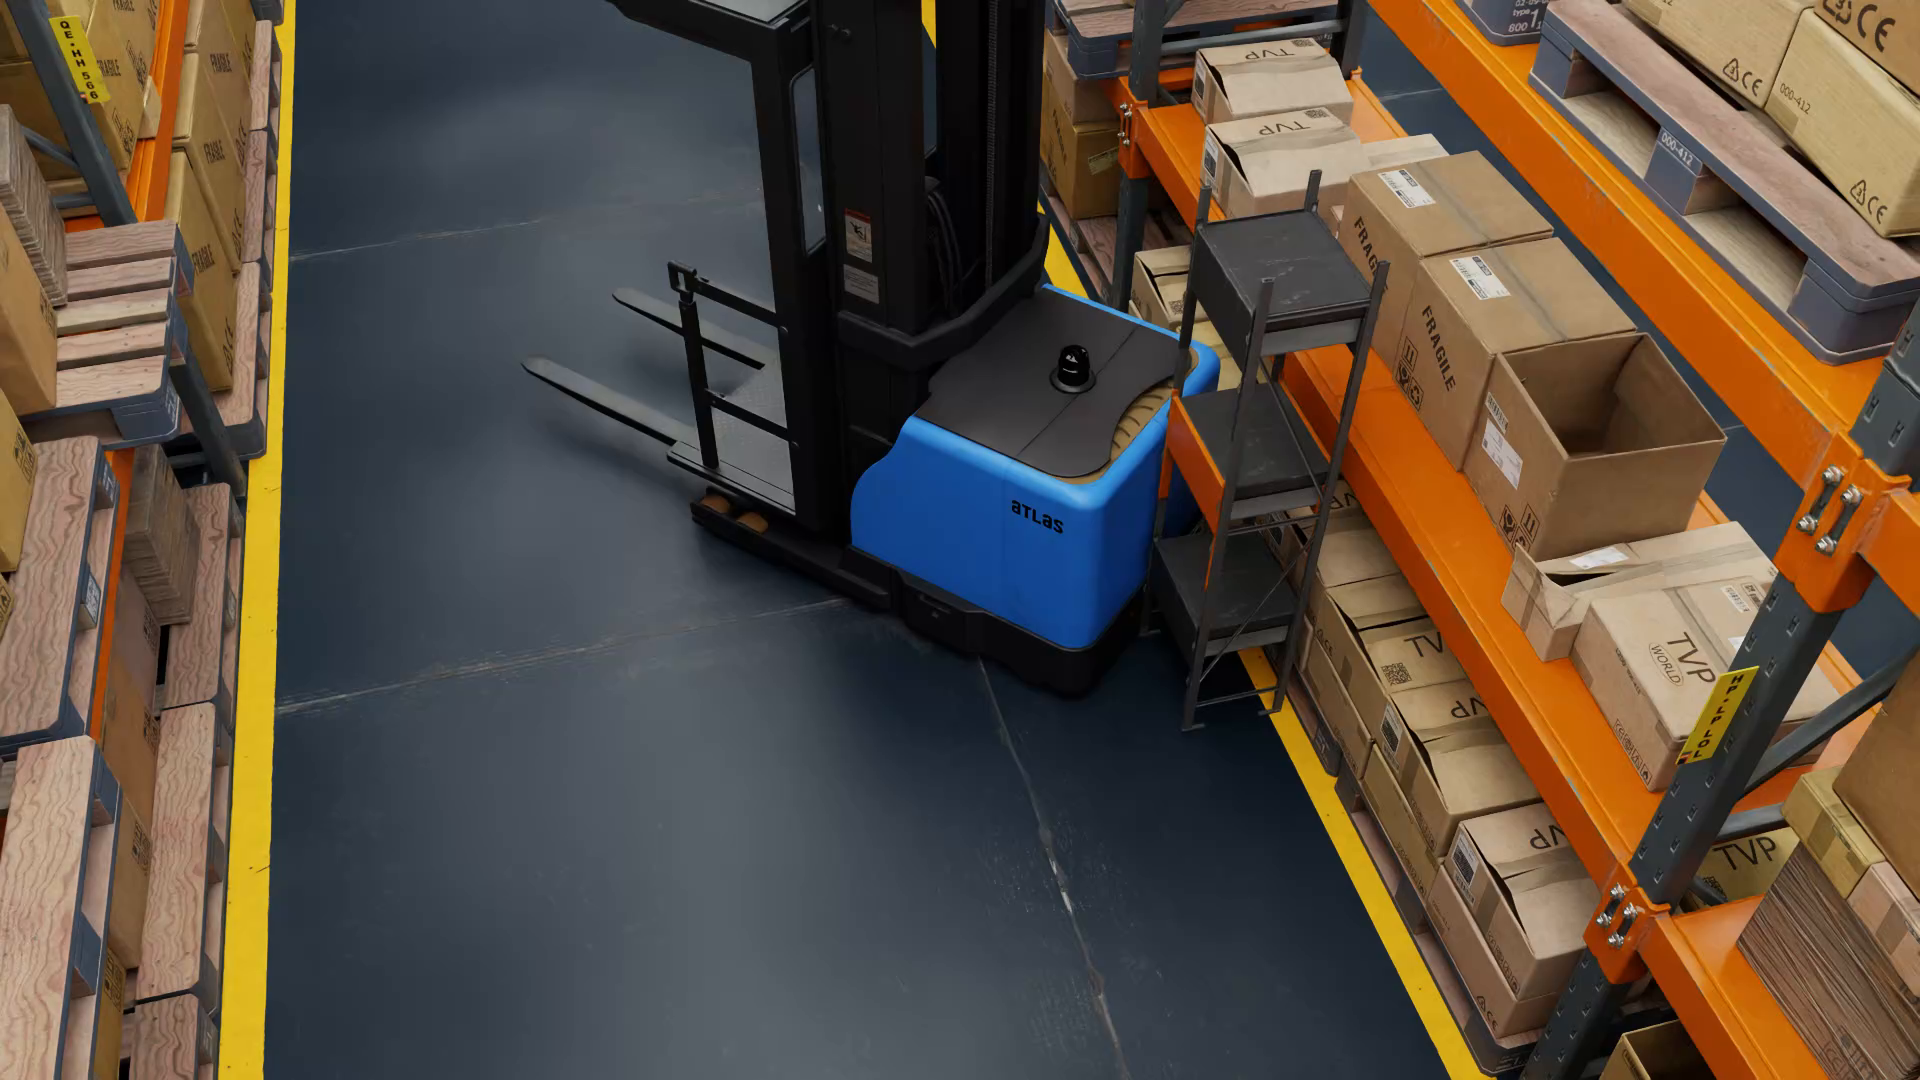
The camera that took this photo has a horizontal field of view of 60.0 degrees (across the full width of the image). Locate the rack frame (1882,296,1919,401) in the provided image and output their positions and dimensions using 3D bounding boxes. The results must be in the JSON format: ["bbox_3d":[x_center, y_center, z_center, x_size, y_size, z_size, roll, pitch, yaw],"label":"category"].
[{"bbox_3d":[2.232,-1.429,2.100,1.000,3.000,0.127,-11,47,-10],"label":"rack frame"}]

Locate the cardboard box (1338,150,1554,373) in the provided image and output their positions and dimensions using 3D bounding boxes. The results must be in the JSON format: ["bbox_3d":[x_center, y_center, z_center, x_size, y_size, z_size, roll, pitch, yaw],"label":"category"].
[{"bbox_3d":[1.653,-0.970,5.781,0.500,0.500,0.500,-13,47,-12],"label":"cardboard box"}]

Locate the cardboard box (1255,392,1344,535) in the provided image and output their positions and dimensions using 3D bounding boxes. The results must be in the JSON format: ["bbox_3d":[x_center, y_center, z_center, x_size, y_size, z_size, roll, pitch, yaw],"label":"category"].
[{"bbox_3d":[1.329,-0.343,6.475,0.500,0.311,0.500,-12,47,-11],"label":"cardboard box"}]

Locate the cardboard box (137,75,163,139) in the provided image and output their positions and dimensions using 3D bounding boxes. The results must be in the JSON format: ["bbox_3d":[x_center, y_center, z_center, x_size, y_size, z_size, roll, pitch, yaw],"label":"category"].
[{"bbox_3d":[-3.483,-1.746,6.773,0.380,0.149,0.250,-9,46,-9],"label":"cardboard box"}]

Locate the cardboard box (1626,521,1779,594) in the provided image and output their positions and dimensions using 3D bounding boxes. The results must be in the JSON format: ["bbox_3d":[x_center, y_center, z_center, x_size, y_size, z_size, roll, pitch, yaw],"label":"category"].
[{"bbox_3d":[2.202,0.110,4.969,0.380,0.149,0.250,-11,47,-10],"label":"cardboard box"}]

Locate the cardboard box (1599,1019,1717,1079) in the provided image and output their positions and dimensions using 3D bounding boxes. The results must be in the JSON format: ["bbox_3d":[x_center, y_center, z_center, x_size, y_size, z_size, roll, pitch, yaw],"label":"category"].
[{"bbox_3d":[2.048,1.601,4.437,0.500,0.500,0.500,-11,47,-10],"label":"cardboard box"}]

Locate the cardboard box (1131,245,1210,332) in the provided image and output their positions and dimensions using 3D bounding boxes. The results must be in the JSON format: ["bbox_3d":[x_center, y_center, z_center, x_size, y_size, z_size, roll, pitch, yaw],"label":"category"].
[{"bbox_3d":[1.058,-1.056,7.174,0.500,0.311,0.500,-9,46,-9],"label":"cardboard box"}]

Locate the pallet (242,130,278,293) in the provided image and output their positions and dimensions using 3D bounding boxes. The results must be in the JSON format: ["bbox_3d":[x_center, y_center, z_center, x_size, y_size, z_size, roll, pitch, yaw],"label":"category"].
[{"bbox_3d":[-4.018,-1.605,8.426,1.003,0.211,1.213,-11,47,-10],"label":"pallet"}]

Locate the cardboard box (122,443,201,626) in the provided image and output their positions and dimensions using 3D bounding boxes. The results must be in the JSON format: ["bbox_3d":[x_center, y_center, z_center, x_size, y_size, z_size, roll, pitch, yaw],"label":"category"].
[{"bbox_3d":[-3.345,0.026,6.317,0.700,0.500,0.500,-10,46,-10],"label":"cardboard box"}]

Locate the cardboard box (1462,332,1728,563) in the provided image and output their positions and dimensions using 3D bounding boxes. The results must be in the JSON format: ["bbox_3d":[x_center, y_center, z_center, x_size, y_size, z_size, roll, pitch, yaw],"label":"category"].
[{"bbox_3d":[1.916,-0.261,5.086,0.500,0.500,0.500,-8,46,-7],"label":"cardboard box"}]

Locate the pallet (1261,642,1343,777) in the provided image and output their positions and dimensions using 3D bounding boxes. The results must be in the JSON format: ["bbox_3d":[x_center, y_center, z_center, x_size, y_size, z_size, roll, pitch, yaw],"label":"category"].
[{"bbox_3d":[1.689,0.301,6.557,1.003,0.211,1.213,-11,47,-10],"label":"pallet"}]

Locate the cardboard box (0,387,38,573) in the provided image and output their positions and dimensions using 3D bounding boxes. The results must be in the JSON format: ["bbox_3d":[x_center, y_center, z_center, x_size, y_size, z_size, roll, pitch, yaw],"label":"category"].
[{"bbox_3d":[-3.110,-0.193,4.711,0.700,0.500,0.500,-11,47,-10],"label":"cardboard box"}]

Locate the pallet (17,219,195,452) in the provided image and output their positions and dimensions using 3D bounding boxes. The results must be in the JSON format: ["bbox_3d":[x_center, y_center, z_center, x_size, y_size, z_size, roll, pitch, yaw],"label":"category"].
[{"bbox_3d":[-3.295,-0.643,5.665,1.213,0.211,1.003,-11,47,-10],"label":"pallet"}]

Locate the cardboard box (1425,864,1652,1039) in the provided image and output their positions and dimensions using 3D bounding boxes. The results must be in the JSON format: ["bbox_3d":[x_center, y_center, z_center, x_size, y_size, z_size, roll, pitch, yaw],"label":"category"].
[{"bbox_3d":[1.845,1.253,5.304,0.500,0.250,0.500,-11,47,-11],"label":"cardboard box"}]

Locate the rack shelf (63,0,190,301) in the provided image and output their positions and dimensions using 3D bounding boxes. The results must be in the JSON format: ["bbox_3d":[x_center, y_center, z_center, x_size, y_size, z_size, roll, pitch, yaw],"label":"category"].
[{"bbox_3d":[-4.092,-2.311,7.669,1.077,0.370,4.000,-11,47,-10],"label":"rack shelf"}]

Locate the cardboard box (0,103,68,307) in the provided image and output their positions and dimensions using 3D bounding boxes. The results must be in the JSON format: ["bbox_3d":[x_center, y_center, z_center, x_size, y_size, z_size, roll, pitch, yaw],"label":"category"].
[{"bbox_3d":[-3.450,-1.049,5.550,0.700,0.500,0.500,-16,48,-15],"label":"cardboard box"}]

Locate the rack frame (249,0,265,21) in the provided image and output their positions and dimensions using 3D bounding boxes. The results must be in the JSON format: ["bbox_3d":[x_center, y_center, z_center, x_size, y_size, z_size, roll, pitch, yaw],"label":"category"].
[{"bbox_3d":[-4.604,-3.944,8.766,1.000,3.000,0.127,-11,47,-10],"label":"rack frame"}]

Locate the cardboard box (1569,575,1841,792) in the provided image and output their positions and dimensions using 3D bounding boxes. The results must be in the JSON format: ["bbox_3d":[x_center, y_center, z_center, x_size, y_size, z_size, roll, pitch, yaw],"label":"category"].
[{"bbox_3d":[2.063,0.391,4.622,0.500,0.250,0.500,-8,46,-8],"label":"cardboard box"}]

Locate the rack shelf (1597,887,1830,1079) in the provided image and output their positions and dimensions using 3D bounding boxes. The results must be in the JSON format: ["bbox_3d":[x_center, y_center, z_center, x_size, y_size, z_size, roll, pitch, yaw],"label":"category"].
[{"bbox_3d":[2.744,2.304,3.147,1.077,0.370,4.000,-11,47,-10],"label":"rack shelf"}]

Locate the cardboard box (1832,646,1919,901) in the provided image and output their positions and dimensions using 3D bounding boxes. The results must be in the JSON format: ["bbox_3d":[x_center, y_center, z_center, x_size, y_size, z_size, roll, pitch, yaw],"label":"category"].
[{"bbox_3d":[2.351,0.487,3.445,0.700,0.500,0.500,-10,47,-10],"label":"cardboard box"}]

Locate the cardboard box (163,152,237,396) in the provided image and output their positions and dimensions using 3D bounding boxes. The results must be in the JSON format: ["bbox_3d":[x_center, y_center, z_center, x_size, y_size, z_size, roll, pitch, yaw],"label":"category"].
[{"bbox_3d":[-3.641,-1.109,7.198,0.750,0.750,0.750,-11,47,-11],"label":"cardboard box"}]

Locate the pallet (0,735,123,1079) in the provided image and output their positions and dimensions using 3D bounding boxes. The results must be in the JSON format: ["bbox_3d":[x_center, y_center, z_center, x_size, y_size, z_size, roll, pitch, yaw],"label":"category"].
[{"bbox_3d":[-2.611,1.092,3.965,1.003,0.211,1.213,-11,47,-10],"label":"pallet"}]

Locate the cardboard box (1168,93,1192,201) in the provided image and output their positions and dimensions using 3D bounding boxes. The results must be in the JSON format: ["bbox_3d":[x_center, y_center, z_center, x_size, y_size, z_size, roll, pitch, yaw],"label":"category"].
[{"bbox_3d":[1.228,-2.097,8.397,0.500,0.500,0.500,-12,47,-12],"label":"cardboard box"}]

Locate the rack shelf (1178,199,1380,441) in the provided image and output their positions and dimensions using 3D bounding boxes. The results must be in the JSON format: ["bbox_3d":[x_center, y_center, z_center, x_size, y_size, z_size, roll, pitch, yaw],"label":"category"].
[{"bbox_3d":[0.993,-0.695,5.244,0.431,0.518,0.480,-10,47,-11],"label":"rack shelf"}]

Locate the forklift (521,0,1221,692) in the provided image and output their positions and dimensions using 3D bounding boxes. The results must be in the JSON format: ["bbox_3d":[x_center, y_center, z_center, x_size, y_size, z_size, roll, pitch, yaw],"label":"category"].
[{"bbox_3d":[-0.525,-1.271,6.194,3.031,2.935,1.130,25,51,23],"label":"forklift"}]

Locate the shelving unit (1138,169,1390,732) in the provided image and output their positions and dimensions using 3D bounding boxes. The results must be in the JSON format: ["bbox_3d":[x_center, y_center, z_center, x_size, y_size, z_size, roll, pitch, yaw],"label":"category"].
[{"bbox_3d":[0.983,-0.216,5.735,0.431,2.100,0.503,-10,47,-11],"label":"shelving unit"}]

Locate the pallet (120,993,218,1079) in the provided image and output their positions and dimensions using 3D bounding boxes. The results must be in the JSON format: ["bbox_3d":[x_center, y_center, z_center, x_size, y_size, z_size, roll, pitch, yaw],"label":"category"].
[{"bbox_3d":[-2.757,2.018,4.875,1.003,0.211,1.213,-11,47,-10],"label":"pallet"}]

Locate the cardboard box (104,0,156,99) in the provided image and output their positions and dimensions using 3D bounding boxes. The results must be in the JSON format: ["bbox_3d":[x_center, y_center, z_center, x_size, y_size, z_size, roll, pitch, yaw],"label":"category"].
[{"bbox_3d":[-3.582,-2.074,6.641,0.500,0.500,0.500,-9,46,-9],"label":"cardboard box"}]

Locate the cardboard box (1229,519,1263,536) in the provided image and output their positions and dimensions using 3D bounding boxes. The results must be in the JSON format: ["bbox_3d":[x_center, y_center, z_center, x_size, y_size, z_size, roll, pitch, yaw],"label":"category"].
[{"bbox_3d":[1.326,-0.155,6.684,0.500,0.250,0.500,-12,47,-11],"label":"cardboard box"}]

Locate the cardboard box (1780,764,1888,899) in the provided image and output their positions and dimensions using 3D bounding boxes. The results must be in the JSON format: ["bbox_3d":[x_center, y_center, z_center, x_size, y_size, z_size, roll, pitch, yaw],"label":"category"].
[{"bbox_3d":[2.113,0.630,3.759,0.380,0.149,0.250,-11,47,-10],"label":"cardboard box"}]

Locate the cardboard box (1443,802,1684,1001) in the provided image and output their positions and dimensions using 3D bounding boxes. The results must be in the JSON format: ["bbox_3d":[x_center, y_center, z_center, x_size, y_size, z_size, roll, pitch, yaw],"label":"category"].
[{"bbox_3d":[1.851,1.063,5.097,0.500,0.311,0.500,-11,47,-10],"label":"cardboard box"}]

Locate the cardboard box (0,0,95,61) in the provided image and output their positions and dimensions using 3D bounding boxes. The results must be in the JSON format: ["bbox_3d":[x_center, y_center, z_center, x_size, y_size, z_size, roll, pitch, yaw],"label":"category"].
[{"bbox_3d":[-3.454,-1.971,6.015,0.500,0.250,0.500,-10,46,-9],"label":"cardboard box"}]

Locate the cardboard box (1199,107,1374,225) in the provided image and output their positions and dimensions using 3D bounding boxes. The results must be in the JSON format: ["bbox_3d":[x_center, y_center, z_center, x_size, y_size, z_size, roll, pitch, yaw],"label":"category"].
[{"bbox_3d":[1.249,-1.407,6.341,0.500,0.311,0.500,-11,47,-11],"label":"cardboard box"}]

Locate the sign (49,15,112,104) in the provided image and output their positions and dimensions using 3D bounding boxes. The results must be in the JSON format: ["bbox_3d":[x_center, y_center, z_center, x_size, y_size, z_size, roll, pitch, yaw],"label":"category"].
[{"bbox_3d":[-3.058,-1.666,5.778,0.100,0.325,0.005,-11,47,-10],"label":"sign"}]

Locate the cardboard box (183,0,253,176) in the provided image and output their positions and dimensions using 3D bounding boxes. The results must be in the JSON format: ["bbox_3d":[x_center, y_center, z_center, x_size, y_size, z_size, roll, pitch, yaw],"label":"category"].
[{"bbox_3d":[-4.082,-2.300,8.366,0.750,0.750,0.750,-9,46,-9],"label":"cardboard box"}]

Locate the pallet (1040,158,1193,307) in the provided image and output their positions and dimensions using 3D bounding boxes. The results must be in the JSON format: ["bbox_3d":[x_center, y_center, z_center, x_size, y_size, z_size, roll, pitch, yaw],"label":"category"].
[{"bbox_3d":[1.053,-1.637,8.457,1.003,0.211,1.213,-11,47,-10],"label":"pallet"}]

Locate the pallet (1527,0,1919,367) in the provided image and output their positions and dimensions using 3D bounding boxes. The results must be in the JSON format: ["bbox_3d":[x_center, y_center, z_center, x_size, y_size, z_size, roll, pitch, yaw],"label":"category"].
[{"bbox_3d":[1.993,-0.919,3.834,0.805,0.209,1.217,-12,47,-12],"label":"pallet"}]

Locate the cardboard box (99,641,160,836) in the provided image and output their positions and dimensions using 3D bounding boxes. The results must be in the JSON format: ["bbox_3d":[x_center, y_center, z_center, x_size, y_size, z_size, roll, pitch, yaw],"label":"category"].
[{"bbox_3d":[-3.171,0.741,5.617,0.700,0.500,0.500,-11,47,-11],"label":"cardboard box"}]

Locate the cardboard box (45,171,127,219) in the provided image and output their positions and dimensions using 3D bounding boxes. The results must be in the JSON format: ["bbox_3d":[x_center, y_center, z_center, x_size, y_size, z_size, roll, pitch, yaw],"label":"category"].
[{"bbox_3d":[-3.440,-1.371,6.406,0.380,0.149,0.250,-11,47,-11],"label":"cardboard box"}]

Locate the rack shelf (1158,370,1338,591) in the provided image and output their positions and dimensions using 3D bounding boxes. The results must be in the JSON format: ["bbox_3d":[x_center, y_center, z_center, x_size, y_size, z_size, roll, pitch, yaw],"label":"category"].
[{"bbox_3d":[0.983,-0.206,5.745,0.431,0.518,0.480,-10,47,-11],"label":"rack shelf"}]

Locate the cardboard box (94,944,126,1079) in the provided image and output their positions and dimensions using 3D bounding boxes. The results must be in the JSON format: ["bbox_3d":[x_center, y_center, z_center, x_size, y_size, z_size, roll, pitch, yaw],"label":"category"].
[{"bbox_3d":[-2.941,1.447,4.924,0.700,0.500,0.500,-12,47,-11],"label":"cardboard box"}]

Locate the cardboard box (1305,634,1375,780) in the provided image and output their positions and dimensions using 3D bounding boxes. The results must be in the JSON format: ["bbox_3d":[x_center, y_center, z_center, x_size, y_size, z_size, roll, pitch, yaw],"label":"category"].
[{"bbox_3d":[1.586,0.550,5.992,0.500,0.250,0.500,-10,46,-9],"label":"cardboard box"}]

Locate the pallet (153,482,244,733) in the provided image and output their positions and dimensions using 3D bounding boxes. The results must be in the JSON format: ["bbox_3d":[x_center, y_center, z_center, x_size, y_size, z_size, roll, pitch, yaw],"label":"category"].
[{"bbox_3d":[-3.381,0.333,6.526,1.003,0.211,1.213,-11,47,-10],"label":"pallet"}]

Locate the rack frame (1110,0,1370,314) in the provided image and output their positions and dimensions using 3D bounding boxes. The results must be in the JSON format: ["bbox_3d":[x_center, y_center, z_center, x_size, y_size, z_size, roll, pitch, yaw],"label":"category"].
[{"bbox_3d":[1.208,-2.091,6.949,1.000,3.000,0.127,-11,47,-10],"label":"rack frame"}]

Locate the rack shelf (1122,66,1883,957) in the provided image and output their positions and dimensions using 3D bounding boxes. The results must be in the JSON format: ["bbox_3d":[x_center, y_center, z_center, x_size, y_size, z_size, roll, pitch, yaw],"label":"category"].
[{"bbox_3d":[1.720,-0.458,5.853,1.077,0.370,4.000,-11,47,-10],"label":"rack shelf"}]

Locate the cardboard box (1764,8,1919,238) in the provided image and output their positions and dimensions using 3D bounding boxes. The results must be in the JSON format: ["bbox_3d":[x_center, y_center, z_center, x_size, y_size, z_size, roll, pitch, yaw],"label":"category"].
[{"bbox_3d":[2.083,-0.901,3.494,0.500,0.250,0.500,-6,46,-6],"label":"cardboard box"}]

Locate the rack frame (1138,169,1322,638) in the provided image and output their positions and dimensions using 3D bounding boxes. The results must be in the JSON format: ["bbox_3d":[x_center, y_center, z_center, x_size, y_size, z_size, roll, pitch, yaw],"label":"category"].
[{"bbox_3d":[0.920,-0.385,5.899,0.400,2.100,0.015,-10,47,-11],"label":"rack frame"}]

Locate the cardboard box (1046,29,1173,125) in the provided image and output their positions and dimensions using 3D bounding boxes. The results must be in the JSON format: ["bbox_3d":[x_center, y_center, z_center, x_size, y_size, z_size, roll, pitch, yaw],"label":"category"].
[{"bbox_3d":[0.723,-2.273,8.045,0.500,0.250,0.500,-9,46,-9],"label":"cardboard box"}]

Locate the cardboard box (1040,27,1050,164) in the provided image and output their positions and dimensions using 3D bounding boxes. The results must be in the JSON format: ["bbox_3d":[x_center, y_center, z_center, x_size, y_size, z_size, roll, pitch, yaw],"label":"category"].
[{"bbox_3d":[0.609,-2.330,8.626,0.500,0.500,0.500,-12,47,-12],"label":"cardboard box"}]

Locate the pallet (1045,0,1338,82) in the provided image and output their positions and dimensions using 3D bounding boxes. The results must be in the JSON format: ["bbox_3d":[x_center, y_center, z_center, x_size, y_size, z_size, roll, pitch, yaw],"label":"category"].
[{"bbox_3d":[0.966,-2.479,7.464,1.213,0.211,1.003,-11,47,-10],"label":"pallet"}]

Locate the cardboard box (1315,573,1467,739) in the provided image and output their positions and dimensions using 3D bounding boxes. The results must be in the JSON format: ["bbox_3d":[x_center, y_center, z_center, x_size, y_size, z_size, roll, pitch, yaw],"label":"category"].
[{"bbox_3d":[1.586,0.360,5.786,0.500,0.311,0.500,-11,47,-10],"label":"cardboard box"}]
